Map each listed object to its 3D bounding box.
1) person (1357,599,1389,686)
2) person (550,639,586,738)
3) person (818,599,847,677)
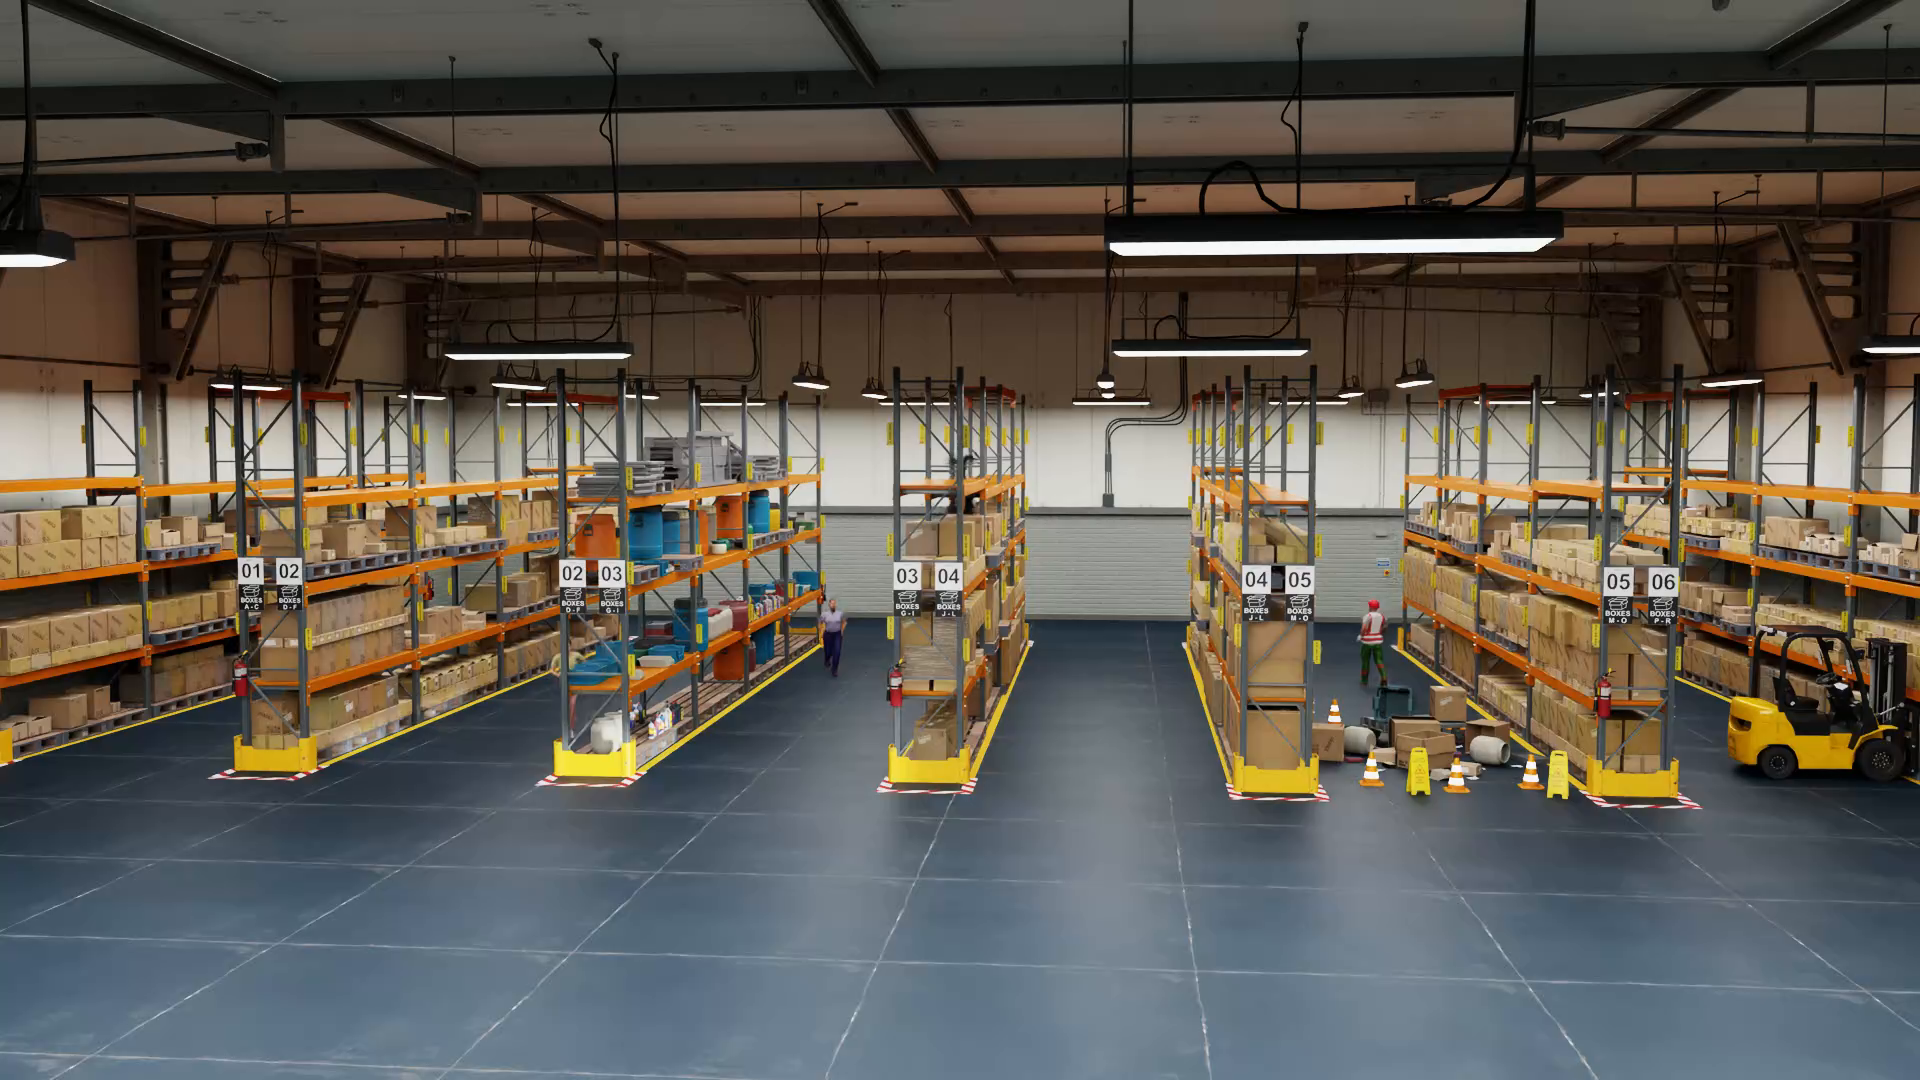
[{"bbox_3d":[8.167,2.046,32.881,0.655,1.765,1.000,0,4,-7],"label":"person"},{"bbox_3d":[-6.558,2.452,27.931,0.572,1.626,0.937,0,4,0],"label":"person"},{"bbox_3d":[-2.678,2.041,34.955,0.608,1.613,0.627,-1,4,-10],"label":"person"}]
